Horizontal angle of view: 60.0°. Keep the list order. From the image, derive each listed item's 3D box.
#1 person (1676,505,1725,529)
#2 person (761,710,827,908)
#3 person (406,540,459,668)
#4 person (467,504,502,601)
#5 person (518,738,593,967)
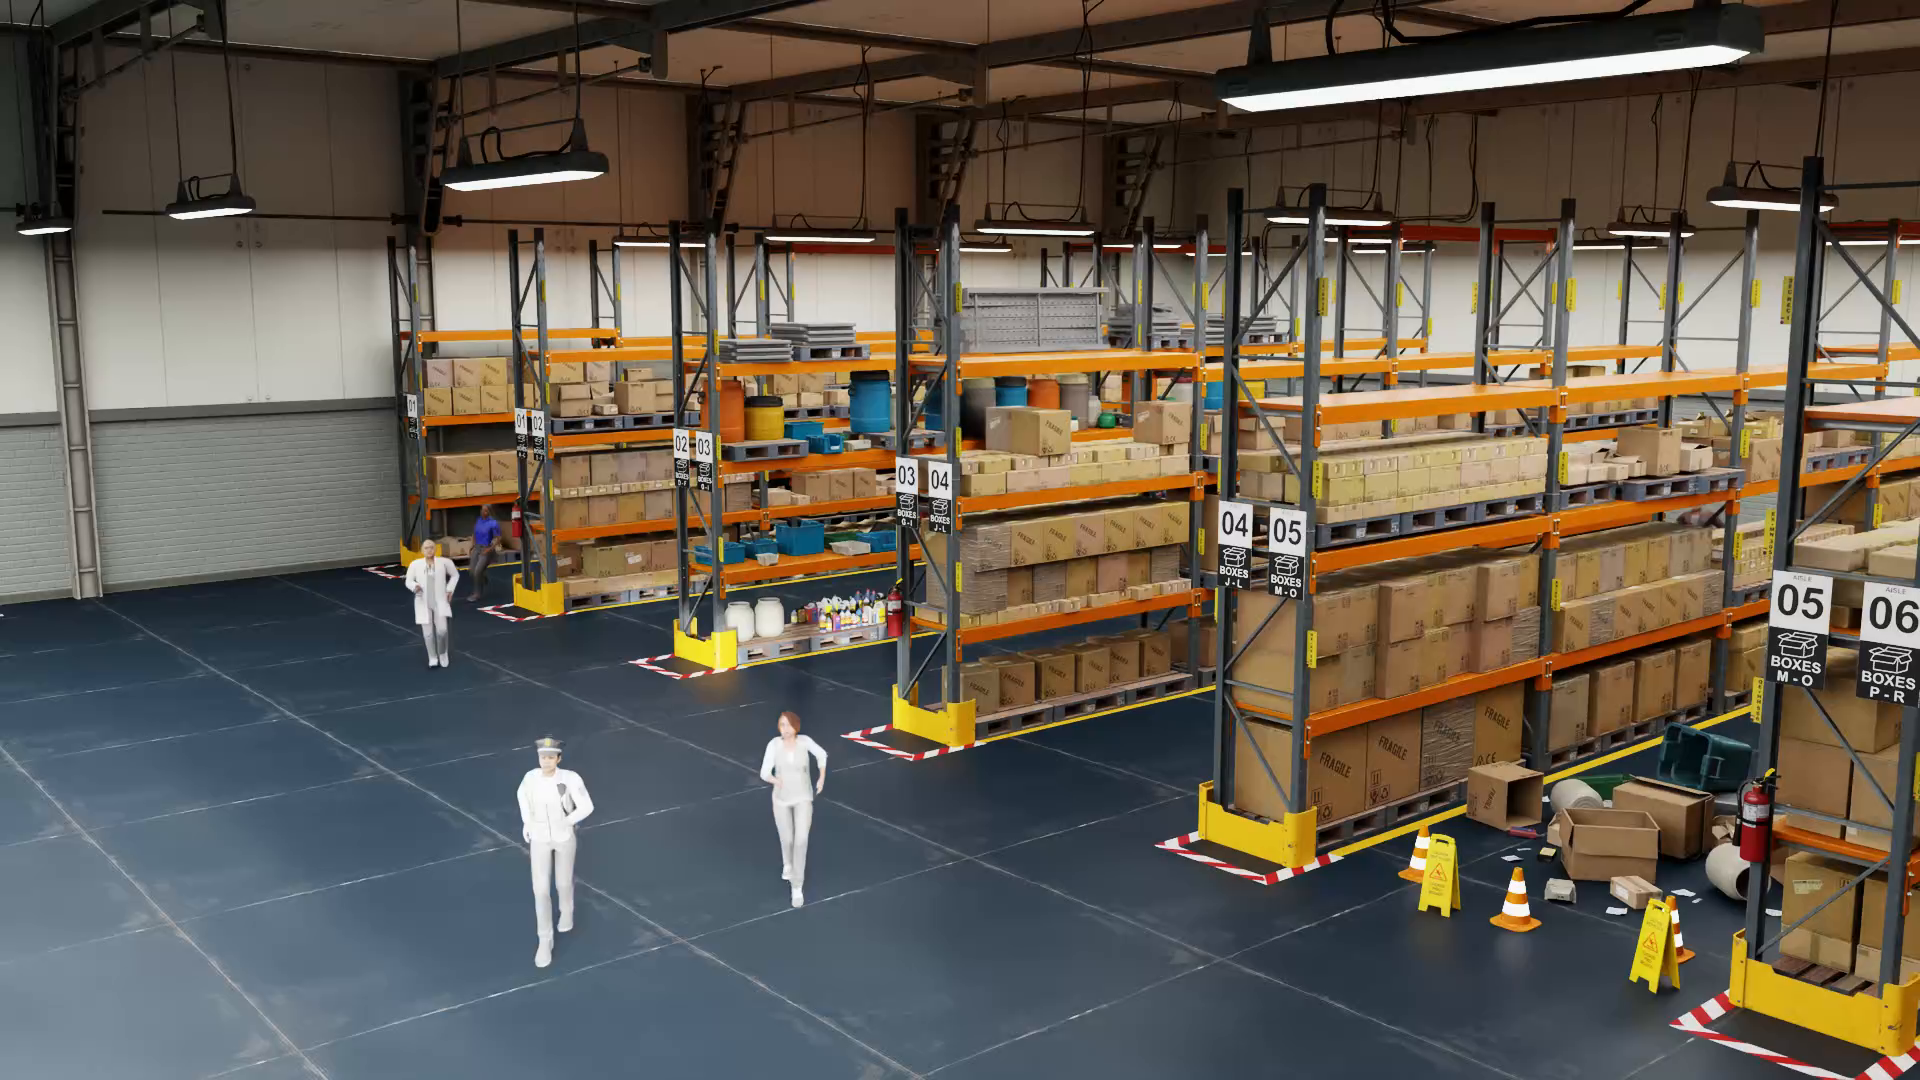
[{"bbox_3d":[11.923,0.166,26.965,0.742,1.750,0.589,7,11,38],"label":"person"},{"bbox_3d":[-1.414,2.238,14.140,0.541,1.620,0.733,0,9,0],"label":"person"},{"bbox_3d":[-7.084,0.875,22.352,0.687,1.751,0.691,-2,9,-14],"label":"person"},{"bbox_3d":[-7.783,0.238,27.348,0.649,1.515,0.555,4,10,24],"label":"person"},{"bbox_3d":[-3.153,2.358,12.971,0.605,1.725,0.794,-1,9,-7],"label":"person"}]
